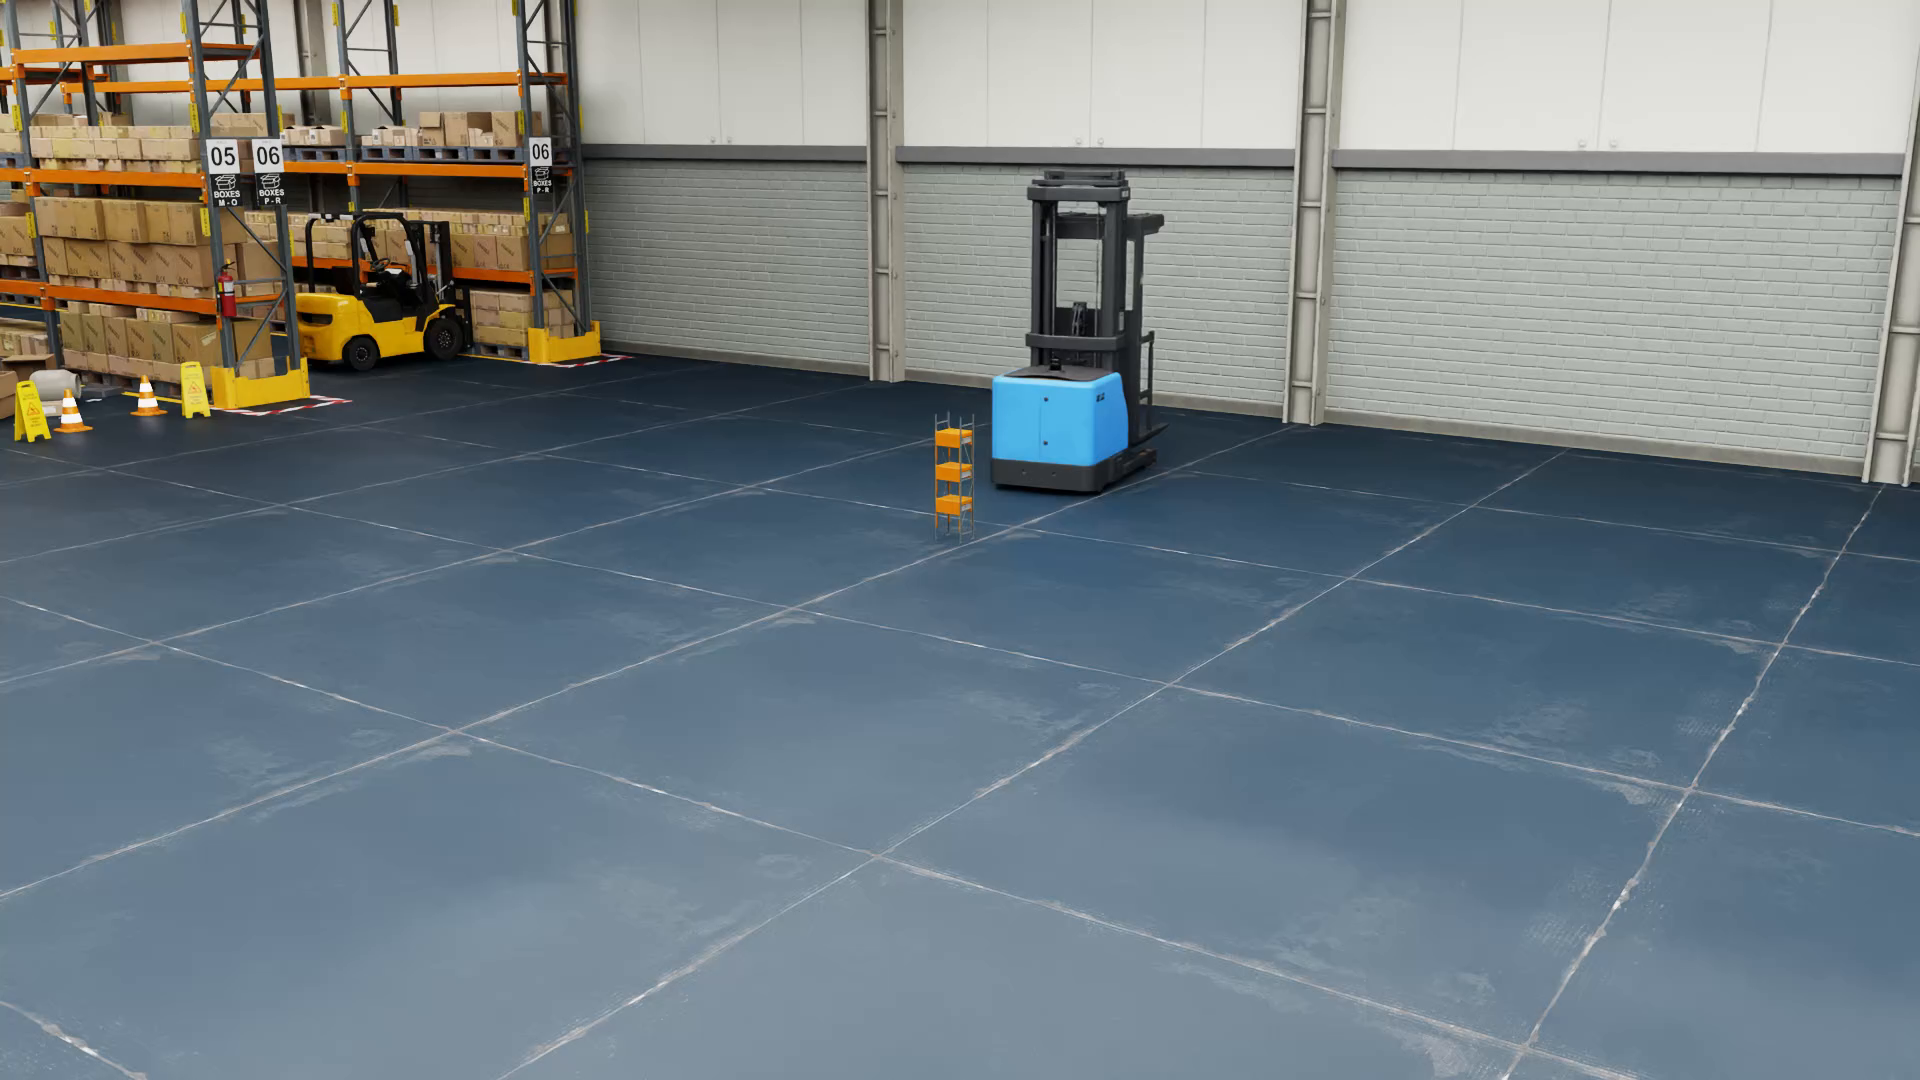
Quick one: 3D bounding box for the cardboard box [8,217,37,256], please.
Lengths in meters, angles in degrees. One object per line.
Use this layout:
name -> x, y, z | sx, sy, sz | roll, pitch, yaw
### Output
cardboard box -> -12.483, -4.122, 22.532 | 0.500, 0.500, 0.500 | 9, 16, 32

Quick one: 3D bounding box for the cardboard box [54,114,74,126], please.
cardboard box -> -12.652, -5.762, 23.014 | 0.500, 0.250, 0.500 | 9, 16, 32

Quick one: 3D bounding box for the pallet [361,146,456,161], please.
pallet -> -8.482, -6.003, 25.774 | 1.213, 0.211, 1.003 | 9, 17, 33

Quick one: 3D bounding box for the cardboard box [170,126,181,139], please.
cardboard box -> -9.290, -4.923, 20.088 | 0.250, 0.149, 0.380 | 10, 17, 34

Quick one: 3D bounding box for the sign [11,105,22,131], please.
sign -> -12.278, -5.496, 21.646 | 0.005, 0.325, 0.100 | 9, 17, 33

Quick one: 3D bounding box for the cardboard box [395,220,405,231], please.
cardboard box -> -8.476, -4.856, 25.640 | 0.250, 0.149, 0.380 | 10, 17, 34

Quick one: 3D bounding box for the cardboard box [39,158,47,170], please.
cardboard box -> -11.848, -4.952, 21.865 | 0.250, 0.149, 0.380 | 9, 16, 32

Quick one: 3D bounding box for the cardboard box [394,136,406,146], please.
cardboard box -> -8.364, -6.062, 25.268 | 0.250, 0.149, 0.380 | 10, 17, 34

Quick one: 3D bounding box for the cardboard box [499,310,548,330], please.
cardboard box -> -6.463, -3.278, 24.630 | 0.500, 0.250, 0.500 | 9, 16, 32

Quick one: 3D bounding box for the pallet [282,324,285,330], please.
pallet -> -11.862, -3.764, 28.590 | 1.213, 0.211, 1.003 | 9, 17, 33

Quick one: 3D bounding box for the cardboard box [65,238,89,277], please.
cardboard box -> -11.332, -3.725, 21.801 | 0.500, 0.500, 0.500 | 9, 17, 33

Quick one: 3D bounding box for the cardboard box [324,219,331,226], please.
cardboard box -> -10.009, -5.139, 26.782 | 0.250, 0.149, 0.380 | 9, 17, 33

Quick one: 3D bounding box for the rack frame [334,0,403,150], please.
rack frame -> -9.204, -7.612, 25.844 | 0.127, 3.000, 1.000 | 9, 17, 33

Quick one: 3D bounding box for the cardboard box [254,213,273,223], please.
cardboard box -> -11.524, -5.373, 27.727 | 0.250, 0.149, 0.380 | 9, 17, 33

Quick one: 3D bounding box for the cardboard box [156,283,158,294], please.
cardboard box -> -9.919, -3.200, 21.030 | 0.250, 0.149, 0.380 | 9, 17, 34

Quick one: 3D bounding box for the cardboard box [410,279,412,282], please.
cardboard box -> -8.688, -4.027, 26.614 | 0.500, 0.250, 0.500 | 10, 17, 34

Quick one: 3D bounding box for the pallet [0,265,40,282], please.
pallet -> -12.524, -3.748, 23.119 | 1.213, 0.211, 1.003 | 9, 17, 33

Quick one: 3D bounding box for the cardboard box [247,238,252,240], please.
cardboard box -> -11.877, -4.986, 28.037 | 0.500, 0.250, 0.500 | 9, 16, 32

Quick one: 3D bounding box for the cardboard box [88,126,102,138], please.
cardboard box -> -10.781, -5.159, 21.044 | 0.250, 0.149, 0.380 | 9, 16, 32

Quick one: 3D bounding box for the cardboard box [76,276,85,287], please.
cardboard box -> -11.413, -3.428, 21.952 | 0.250, 0.149, 0.380 | 9, 17, 33

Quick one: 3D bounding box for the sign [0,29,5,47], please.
sign -> -18.835, -9.859, 32.650 | 0.005, 0.325, 0.100 | 9, 17, 33

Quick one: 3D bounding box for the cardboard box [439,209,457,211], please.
cardboard box -> -7.912, -5.090, 25.966 | 0.250, 0.149, 0.380 | 9, 16, 32

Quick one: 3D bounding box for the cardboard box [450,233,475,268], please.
cardboard box -> -7.291, -4.365, 25.007 | 0.500, 0.500, 0.500 | 9, 16, 32

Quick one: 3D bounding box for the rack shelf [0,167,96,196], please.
rack shelf -> -13.631, -5.084, 23.375 | 4.000, 0.370, 1.077 | 9, 17, 33

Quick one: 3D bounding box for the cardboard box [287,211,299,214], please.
cardboard box -> -11.264, -5.467, 28.107 | 0.250, 0.149, 0.380 | 9, 17, 32

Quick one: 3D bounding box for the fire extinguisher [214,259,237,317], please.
fire extinguisher -> -8.814, -3.028, 19.974 | 0.183, 0.674, 0.296 | 9, 17, 33

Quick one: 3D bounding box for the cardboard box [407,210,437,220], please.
cardboard box -> -8.234, -4.972, 25.487 | 0.250, 0.149, 0.380 | 9, 16, 32

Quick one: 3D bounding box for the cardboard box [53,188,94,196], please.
cardboard box -> -16.929, -6.461, 31.813 | 0.500, 0.500, 0.500 | 9, 16, 31

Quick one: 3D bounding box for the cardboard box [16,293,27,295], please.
cardboard box -> -18.019, -5.076, 32.414 | 0.500, 0.500, 0.700 | 10, 17, 35

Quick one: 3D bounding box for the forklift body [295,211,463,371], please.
forklift body -> -8.477, -3.642, 24.058 | 1.214, 2.155, 2.313 | 9, 17, 33

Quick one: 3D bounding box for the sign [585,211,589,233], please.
sign -> -5.570, -4.732, 24.729 | 0.005, 0.325, 0.100 | 9, 17, 33

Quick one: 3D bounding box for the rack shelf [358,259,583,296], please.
rack shelf -> -7.545, -4.082, 25.568 | 4.000, 0.370, 1.077 | 9, 17, 33

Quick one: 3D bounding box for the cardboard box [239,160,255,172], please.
cardboard box -> -8.746, -4.616, 20.509 | 0.250, 0.149, 0.380 | 9, 17, 33

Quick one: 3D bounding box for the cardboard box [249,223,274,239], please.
cardboard box -> -11.452, -5.156, 27.683 | 0.500, 0.250, 0.500 | 9, 16, 31

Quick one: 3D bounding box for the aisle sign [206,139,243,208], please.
aisle sign -> -8.763, -4.369, 19.819 | 0.004, 0.787, 0.394 | 9, 17, 33

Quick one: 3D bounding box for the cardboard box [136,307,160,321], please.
cardboard box -> -10.229, -2.882, 21.162 | 0.250, 0.149, 0.380 | 10, 17, 35

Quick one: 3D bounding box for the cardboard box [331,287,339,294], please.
cardboard box -> -9.643, -3.818, 27.074 | 0.625, 0.625, 0.875 | 10, 17, 35

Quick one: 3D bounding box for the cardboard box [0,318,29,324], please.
cardboard box -> -14.210, -2.999, 24.290 | 0.625, 0.372, 0.950 | 9, 16, 32

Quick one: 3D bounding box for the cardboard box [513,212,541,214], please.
cardboard box -> -6.470, -4.833, 24.927 | 0.250, 0.149, 0.380 | 10, 17, 34

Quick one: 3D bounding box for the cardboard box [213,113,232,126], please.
cardboard box -> -12.058, -6.847, 27.709 | 0.500, 0.500, 0.500 | 9, 17, 33

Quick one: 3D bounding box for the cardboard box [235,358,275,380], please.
cardboard box -> -9.167, -2.205, 21.338 | 0.500, 0.250, 0.500 | 9, 17, 32

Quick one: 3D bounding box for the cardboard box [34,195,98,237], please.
cardboard box -> -11.727, -4.285, 21.984 | 0.500, 0.500, 0.700 | 9, 17, 32

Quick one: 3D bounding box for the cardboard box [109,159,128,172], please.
cardboard box -> -10.404, -4.696, 20.832 | 0.250, 0.149, 0.380 | 9, 16, 32

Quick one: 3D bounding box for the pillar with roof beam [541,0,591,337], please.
pillar with roof beam -> -8.362, -6.490, 21.313 | 0.400, 9.000, 9.100 | 9, 17, 33

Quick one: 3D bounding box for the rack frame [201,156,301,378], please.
rack frame -> -8.652, -3.173, 20.398 | 0.127, 3.000, 1.000 | 9, 17, 33

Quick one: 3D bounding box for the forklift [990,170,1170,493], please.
forklift -> 1.350, -2.174, 16.506 | 1.130, 2.935, 3.031 | 6, 15, 23

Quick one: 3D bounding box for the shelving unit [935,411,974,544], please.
shelving unit -> -0.044, -0.517, 13.726 | 0.252, 1.050, 0.215 | 9, 17, 33

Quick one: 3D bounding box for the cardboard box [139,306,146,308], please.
cardboard box -> -11.331, -2.917, 22.651 | 0.500, 0.500, 0.500 | 9, 16, 32

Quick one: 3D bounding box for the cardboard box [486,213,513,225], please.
cardboard box -> -6.754, -4.733, 24.525 | 0.250, 0.149, 0.380 | 10, 17, 34

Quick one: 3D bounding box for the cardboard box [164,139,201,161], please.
cardboard box -> -9.227, -4.715, 20.080 | 0.500, 0.250, 0.500 | 9, 16, 32

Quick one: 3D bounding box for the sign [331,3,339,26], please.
sign -> -9.497, -7.994, 25.279 | 0.005, 0.325, 0.100 | 9, 17, 33

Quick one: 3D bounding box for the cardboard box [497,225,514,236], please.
cardboard box -> -6.558, -4.545, 24.385 | 0.250, 0.149, 0.380 | 9, 17, 34
